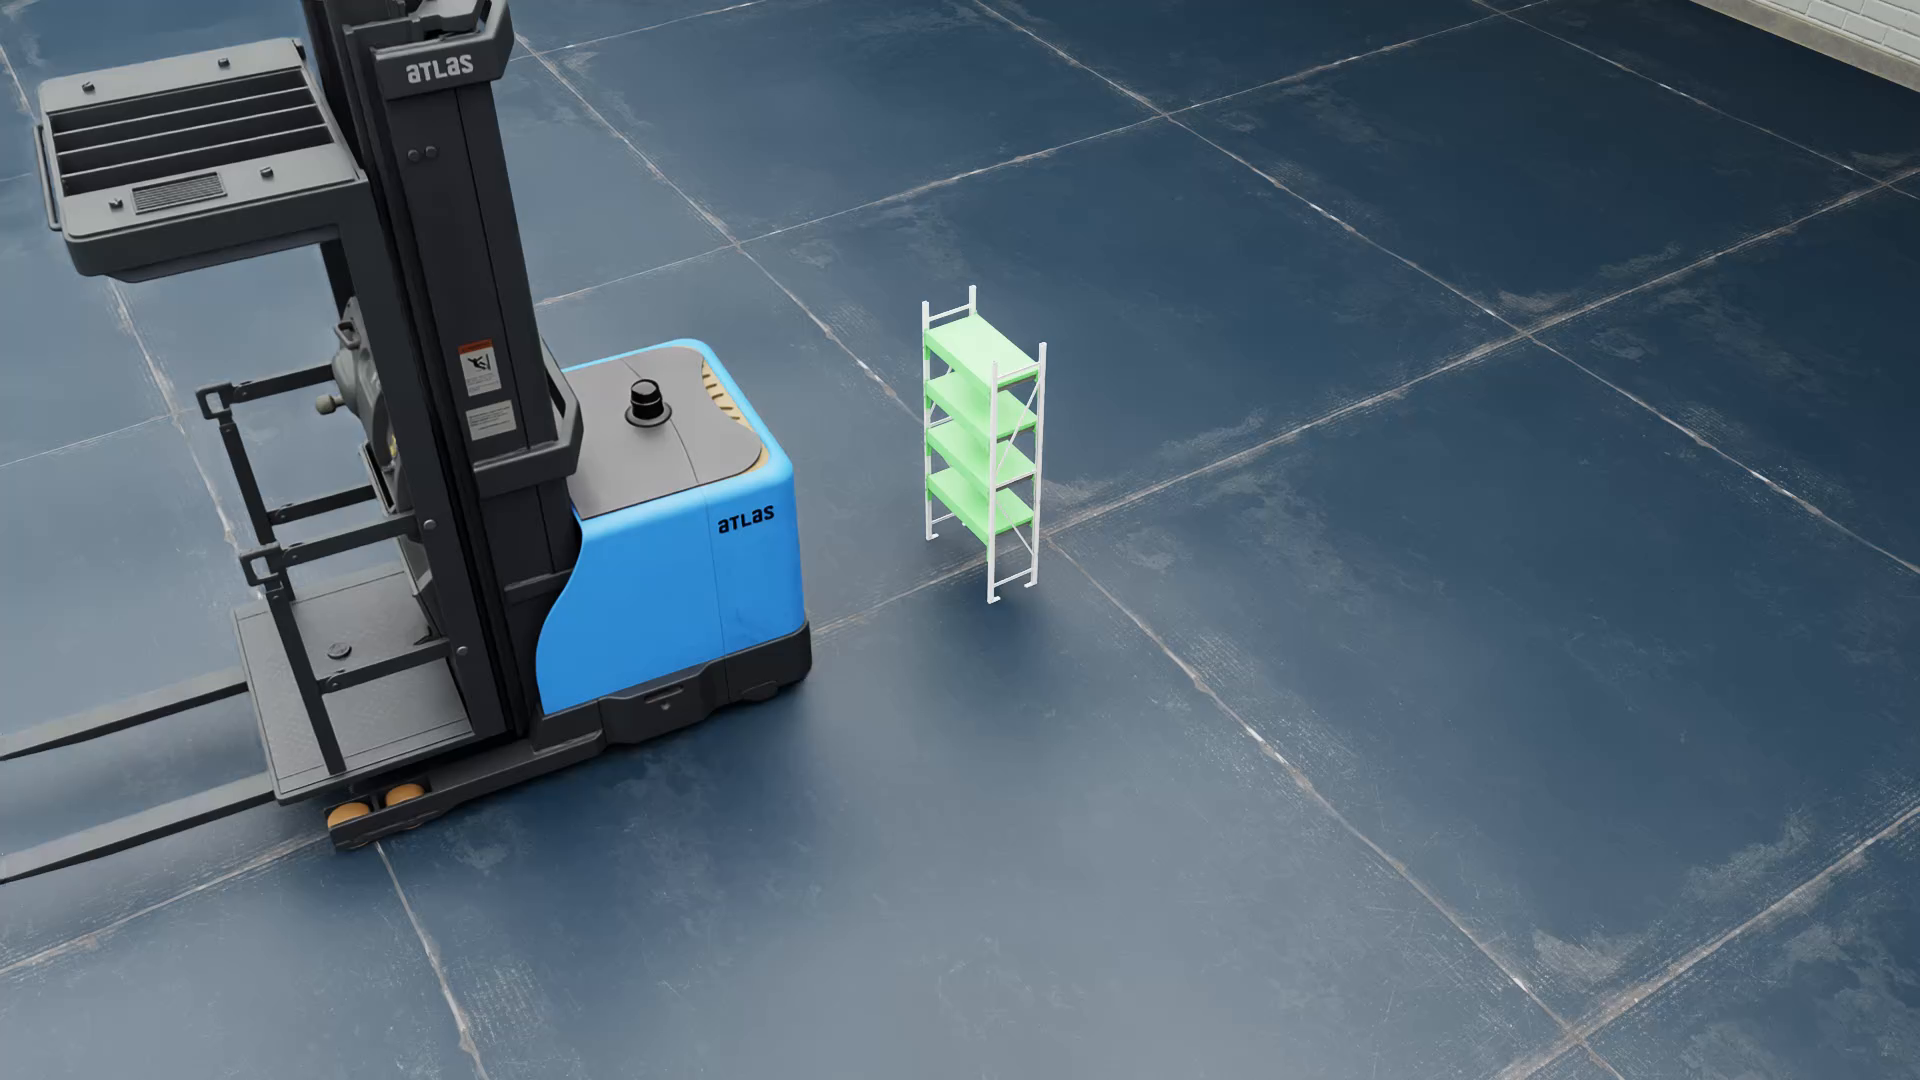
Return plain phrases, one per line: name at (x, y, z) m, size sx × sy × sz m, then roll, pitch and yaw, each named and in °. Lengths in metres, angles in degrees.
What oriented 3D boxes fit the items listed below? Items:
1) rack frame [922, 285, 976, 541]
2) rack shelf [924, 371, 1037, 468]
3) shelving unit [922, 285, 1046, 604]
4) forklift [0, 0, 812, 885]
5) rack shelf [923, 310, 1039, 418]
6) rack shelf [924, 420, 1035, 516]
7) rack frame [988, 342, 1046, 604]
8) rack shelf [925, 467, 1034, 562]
rack frame at (-0.042, -0.503, 6.917) m, size 0.240 × 1.200 × 0.015 m, roll -22°, pitch 45°, yaw -24°
rack shelf at (0.089, -0.507, 6.646) m, size 0.258 × 0.148 × 0.480 m, roll -22°, pitch 45°, yaw -24°
shelving unit at (0.089, -0.372, 6.759) m, size 0.258 × 1.200 × 0.503 m, roll -22°, pitch 45°, yaw -24°
forklift at (-2.134, -0.415, 5.458) m, size 3.031 × 2.935 × 1.130 m, roll -18°, pitch 43°, yaw -20°
rack shelf at (0.089, -0.691, 6.492) m, size 0.258 × 0.148 × 0.480 m, roll -22°, pitch 45°, yaw -24°
rack shelf at (0.089, -0.323, 6.800) m, size 0.258 × 0.148 × 0.480 m, roll -22°, pitch 45°, yaw -24°
rack frame at (0.220, -0.240, 6.601) m, size 0.240 × 1.200 × 0.015 m, roll -22°, pitch 45°, yaw -24°
rack shelf at (0.089, -0.138, 6.953) m, size 0.258 × 0.148 × 0.480 m, roll -22°, pitch 45°, yaw -24°
